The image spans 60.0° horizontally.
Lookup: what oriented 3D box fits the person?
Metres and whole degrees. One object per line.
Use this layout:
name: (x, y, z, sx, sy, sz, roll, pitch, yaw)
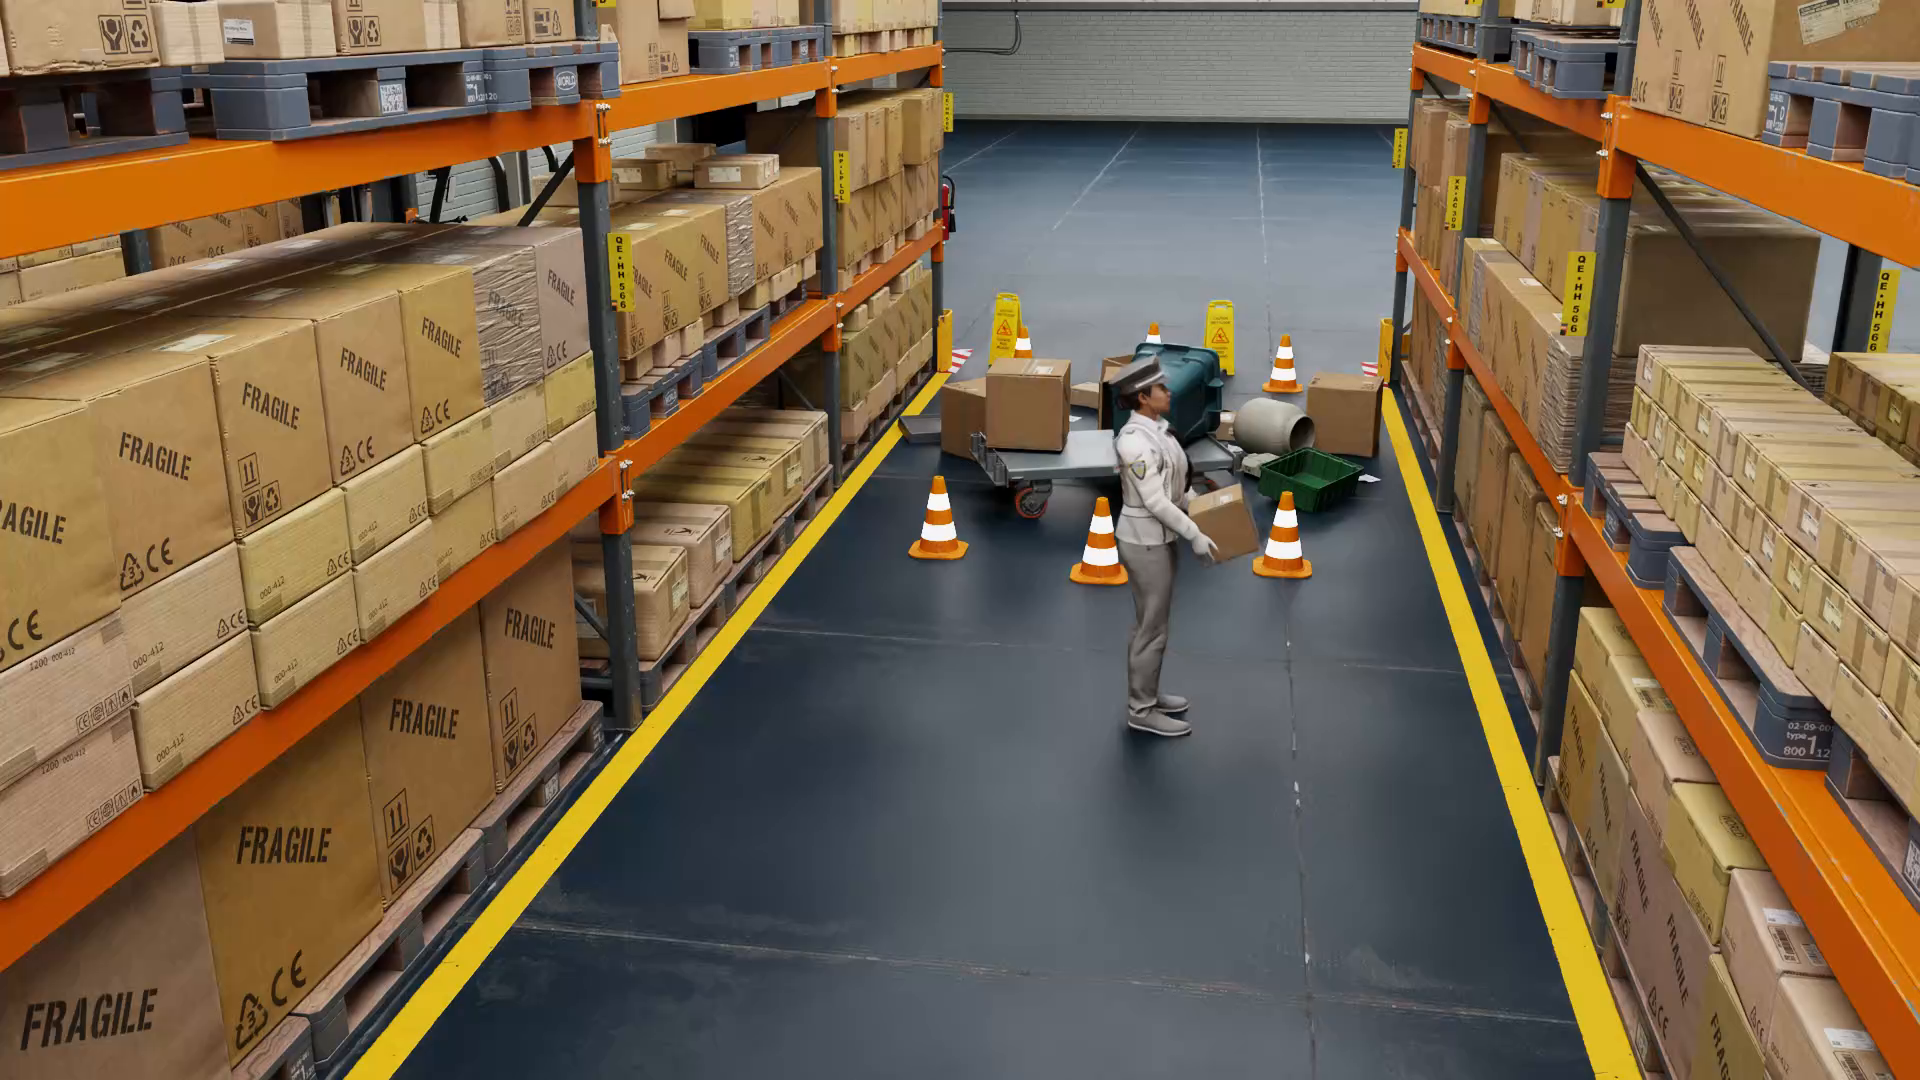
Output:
person: (0.916, 0.011, 7.459, 0.543, 1.700, 0.471, 6, 19, 18)
